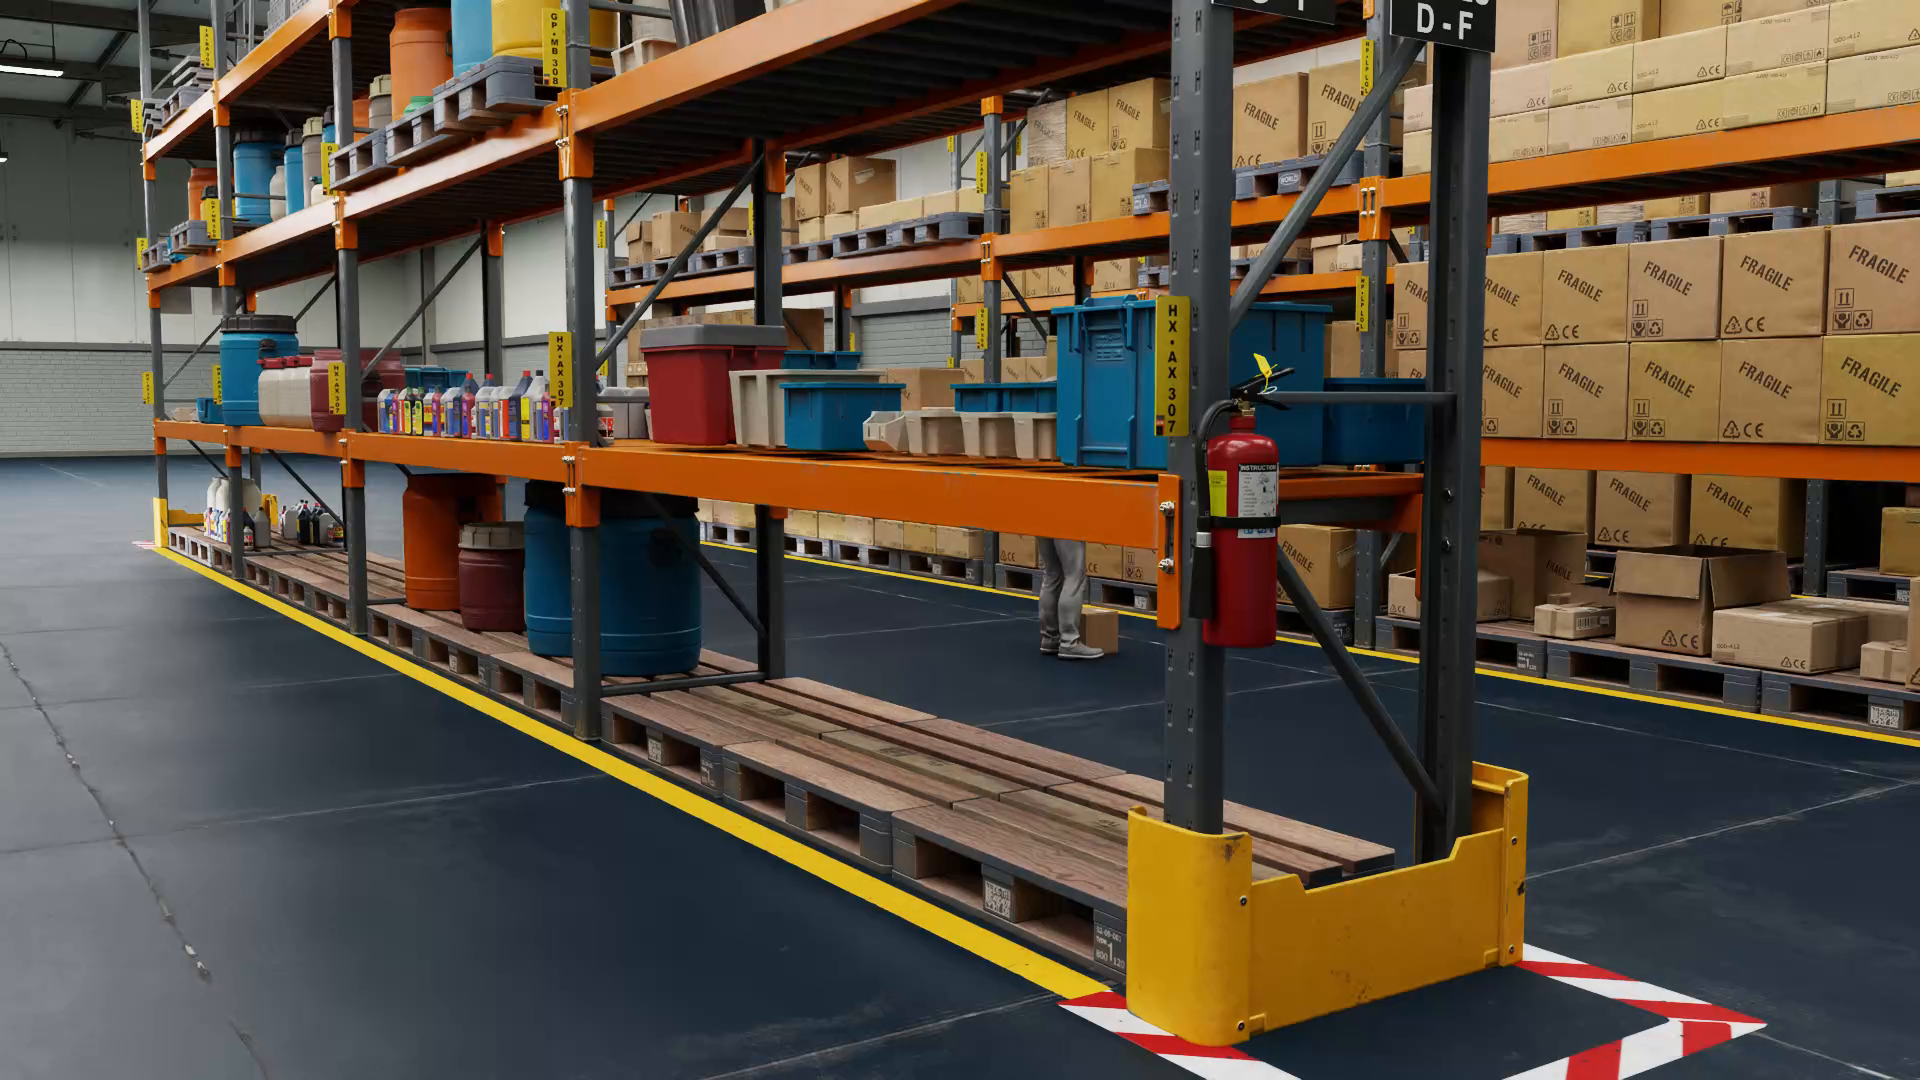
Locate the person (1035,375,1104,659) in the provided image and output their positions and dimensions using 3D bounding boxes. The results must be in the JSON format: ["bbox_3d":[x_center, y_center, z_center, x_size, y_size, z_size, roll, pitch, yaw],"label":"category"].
[{"bbox_3d":[0.597,-0.145,9.796,0.407,1.662,0.528,-3,6,-33],"label":"person"}]
